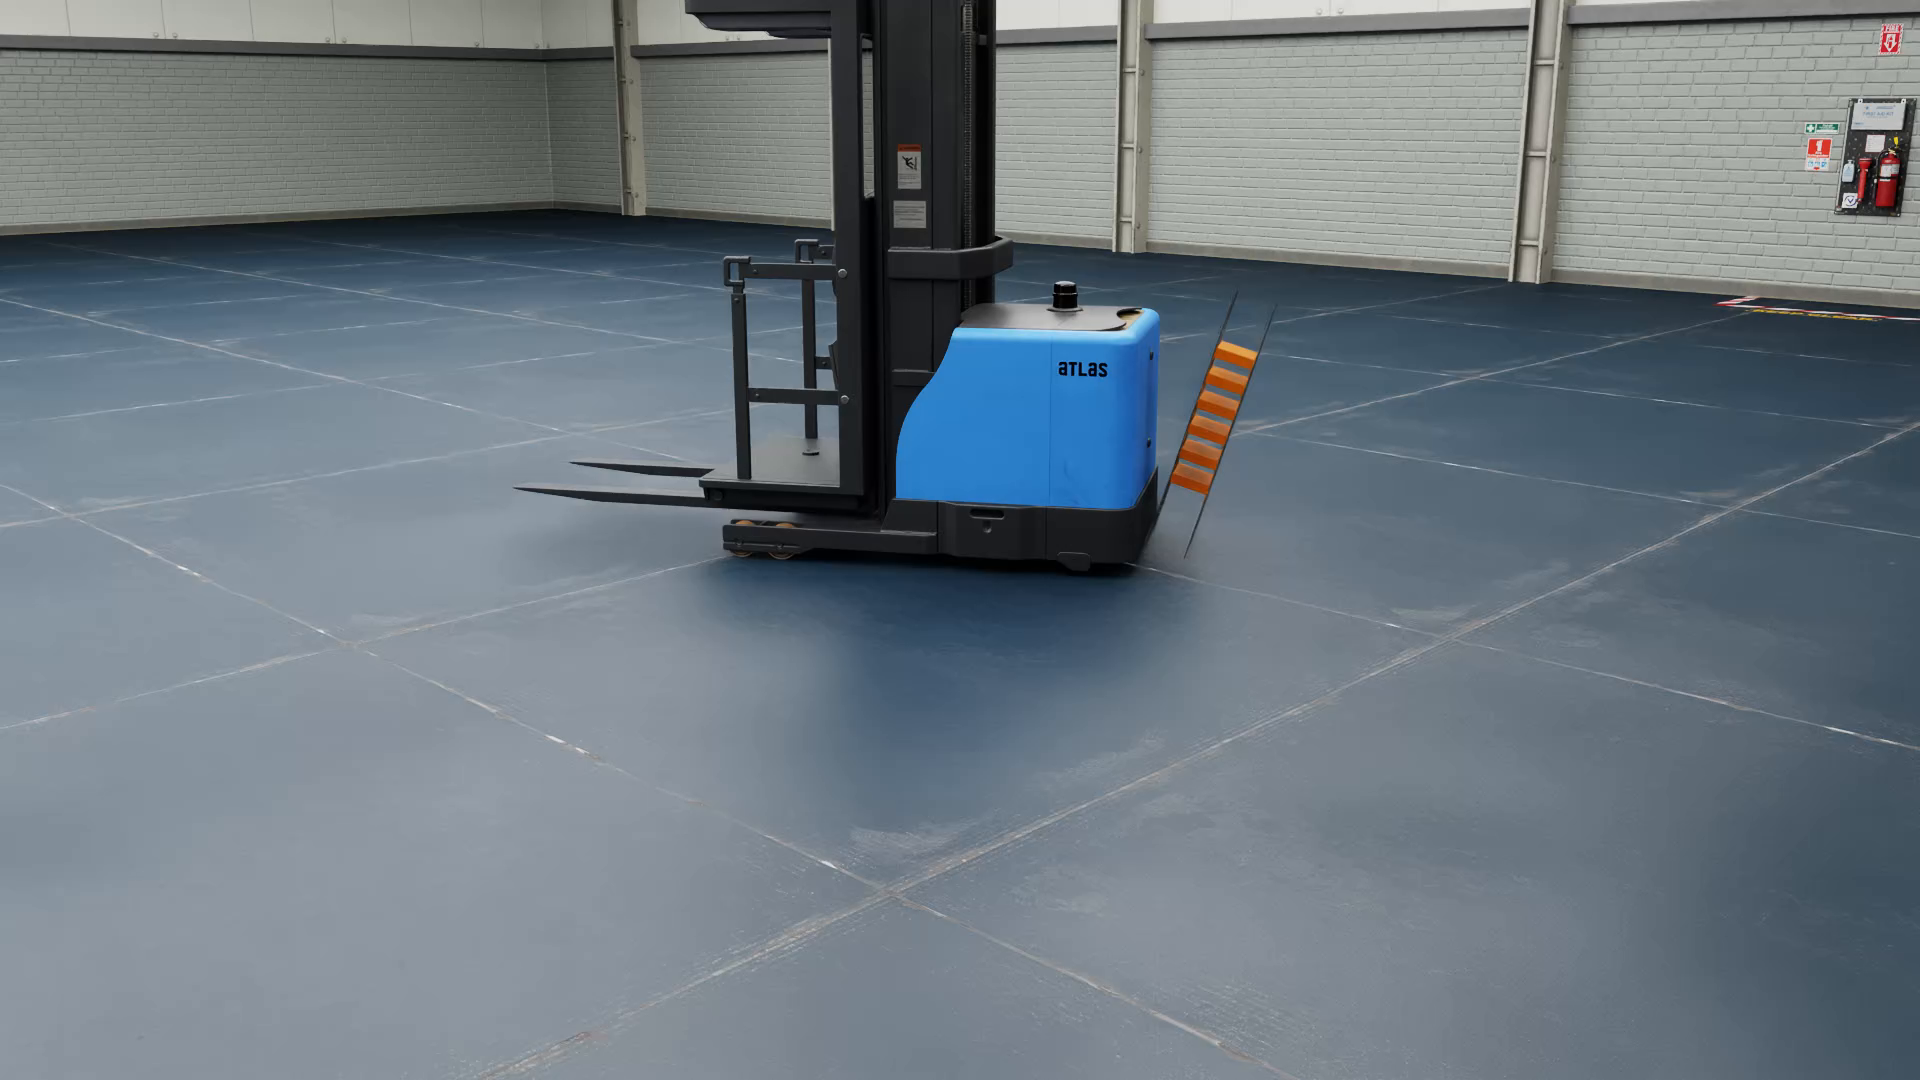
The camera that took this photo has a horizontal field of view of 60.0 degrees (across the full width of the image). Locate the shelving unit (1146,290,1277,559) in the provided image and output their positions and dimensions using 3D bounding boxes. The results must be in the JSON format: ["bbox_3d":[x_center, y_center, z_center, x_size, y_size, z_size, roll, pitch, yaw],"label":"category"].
[{"bbox_3d":[1.138,-0.521,7.541,0.189,1.200,0.258,20,18,8],"label":"shelving unit"}]

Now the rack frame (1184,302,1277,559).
[{"bbox_3d":[1.223,-0.490,7.528,0.006,1.200,0.240,20,18,8],"label":"rack frame"}]

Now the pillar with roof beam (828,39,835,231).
[{"bbox_3d":[-4.889,-8.733,23.600,0.400,9.000,9.100,14,20,42],"label":"pillar with roof beam"}]

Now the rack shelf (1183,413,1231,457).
[{"bbox_3d":[1.126,-0.481,7.555,0.180,0.103,0.258,20,18,8],"label":"rack shelf"}]

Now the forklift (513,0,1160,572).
[{"bbox_3d":[-0.611,-1.454,7.699,3.031,2.935,1.130,3,15,13],"label":"forklift"}]

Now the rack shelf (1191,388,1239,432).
[{"bbox_3d":[1.160,-0.590,7.518,0.180,0.103,0.258,20,18,8],"label":"rack shelf"}]

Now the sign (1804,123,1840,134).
[{"bbox_3d":[8.975,-4.287,17.314,0.331,0.109,0.001,14,20,42],"label":"sign"}]

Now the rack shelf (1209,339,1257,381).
[{"bbox_3d":[1.228,-0.808,7.444,0.180,0.103,0.258,20,18,8],"label":"rack shelf"}]

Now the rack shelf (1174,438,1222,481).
[{"bbox_3d":[1.092,-0.372,7.591,0.180,0.103,0.258,20,18,8],"label":"rack shelf"}]

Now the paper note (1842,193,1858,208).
[{"bbox_3d":[9.225,-3.517,17.230,0.142,0.148,0.016,14,20,42],"label":"paper note"}]

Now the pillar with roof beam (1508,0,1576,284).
[{"bbox_3d":[3.749,-6.633,15.540,0.400,9.000,9.100,14,20,42],"label":"pillar with roof beam"}]

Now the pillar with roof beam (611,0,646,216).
[{"bbox_3d":[-9.208,-9.783,27.630,0.400,9.000,9.100,14,20,42],"label":"pillar with roof beam"}]

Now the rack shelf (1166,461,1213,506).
[{"bbox_3d":[1.057,-0.263,7.628,0.180,0.103,0.258,20,18,8],"label":"rack shelf"}]

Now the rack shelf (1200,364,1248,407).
[{"bbox_3d":[1.194,-0.699,7.481,0.180,0.103,0.258,20,18,8],"label":"rack shelf"}]

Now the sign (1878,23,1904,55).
[{"bbox_3d":[9.367,-5.041,16.734,0.199,0.298,0.001,14,20,42],"label":"sign"}]

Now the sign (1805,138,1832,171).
[{"bbox_3d":[8.978,-4.033,17.390,0.234,0.329,0.001,14,20,42],"label":"sign"}]

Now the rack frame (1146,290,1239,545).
[{"bbox_3d":[1.053,-0.552,7.554,0.006,1.200,0.240,20,18,8],"label":"rack frame"}]

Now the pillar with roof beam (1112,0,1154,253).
[{"bbox_3d":[-0.570,-7.683,19.570,0.400,9.000,9.100,14,20,42],"label":"pillar with roof beam"}]

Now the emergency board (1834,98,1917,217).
[{"bbox_3d":[9.304,-3.900,16.952,0.643,1.169,0.194,14,20,42],"label":"emergency board"}]
